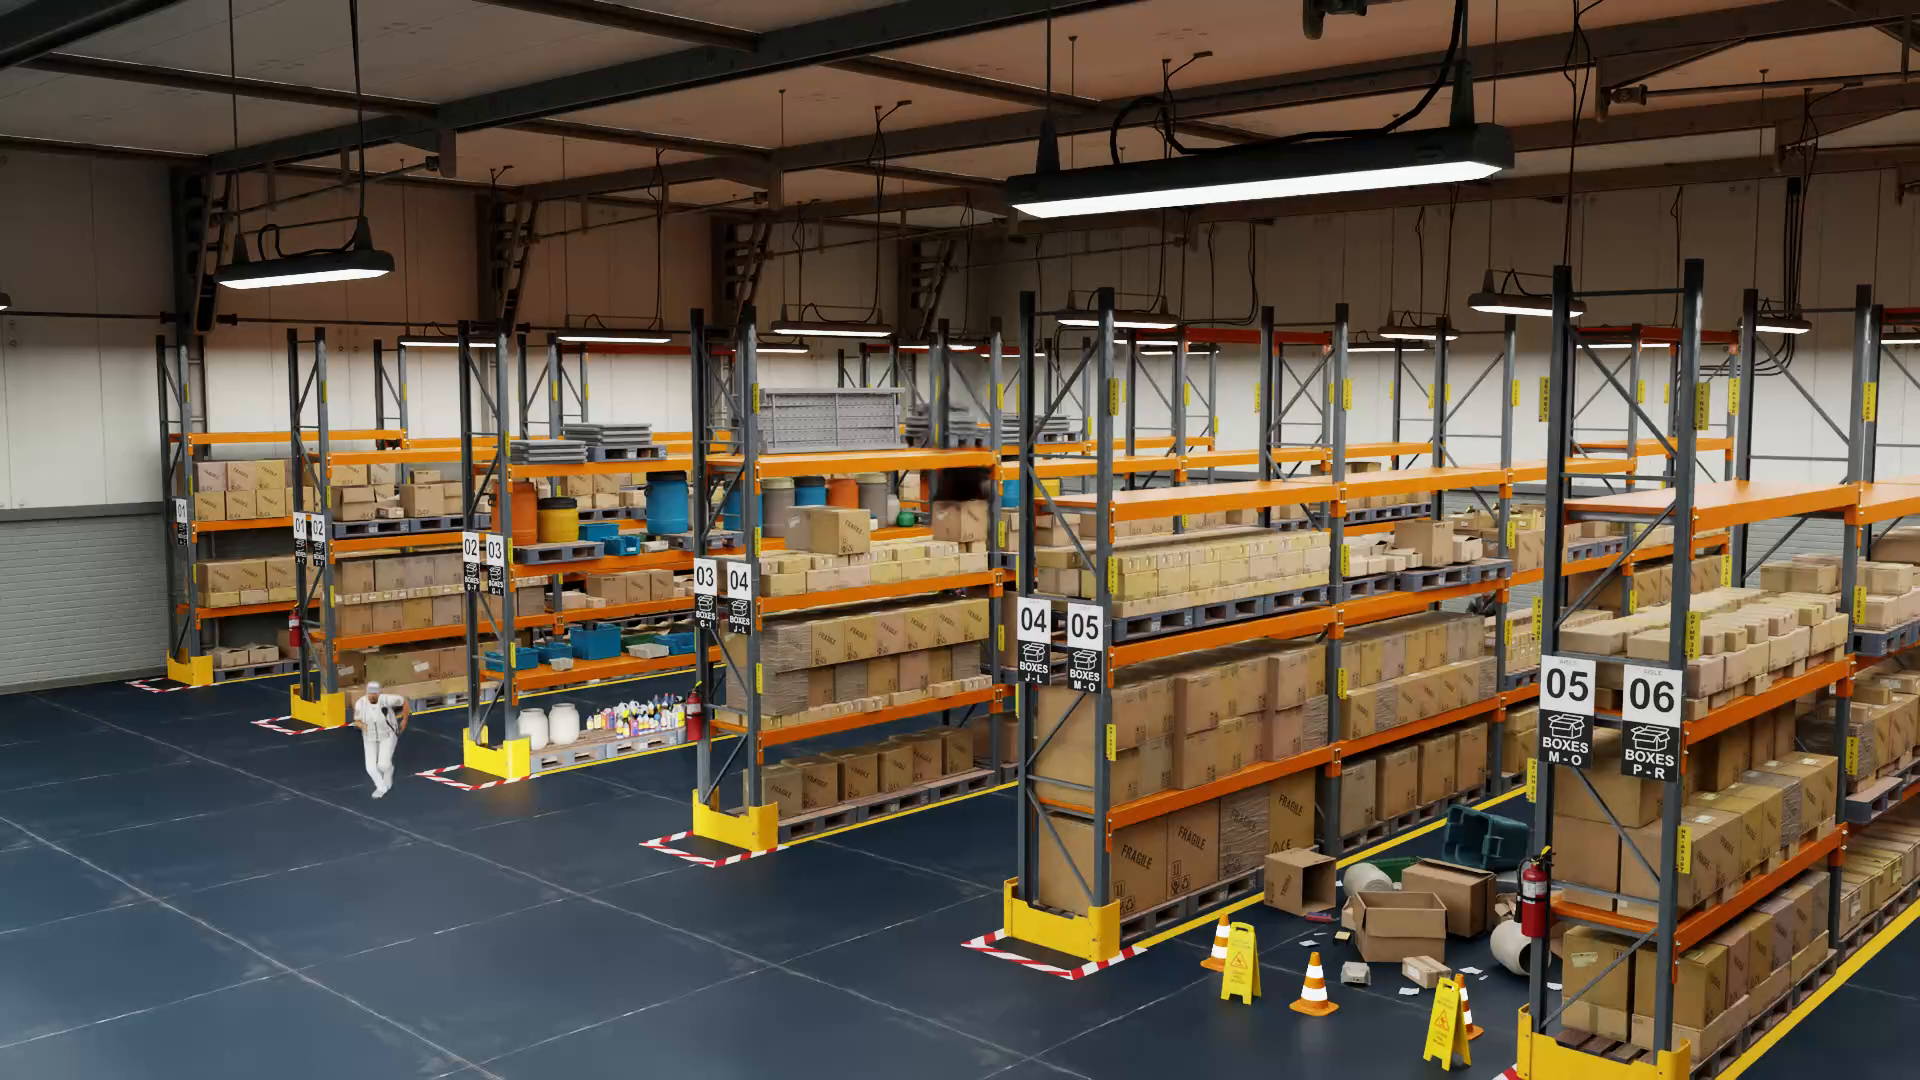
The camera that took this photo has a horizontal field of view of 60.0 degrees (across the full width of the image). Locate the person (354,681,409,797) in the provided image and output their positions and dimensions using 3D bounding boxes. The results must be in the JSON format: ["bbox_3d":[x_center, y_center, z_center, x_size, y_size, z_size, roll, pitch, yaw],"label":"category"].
[{"bbox_3d":[-7.154,2.466,20.584,0.621,1.537,0.813,-1,5,-7],"label":"person"}]

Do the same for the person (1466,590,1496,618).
[{"bbox_3d":[9.136,1.602,29.019,0.639,1.675,0.661,2,6,22],"label":"person"}]
